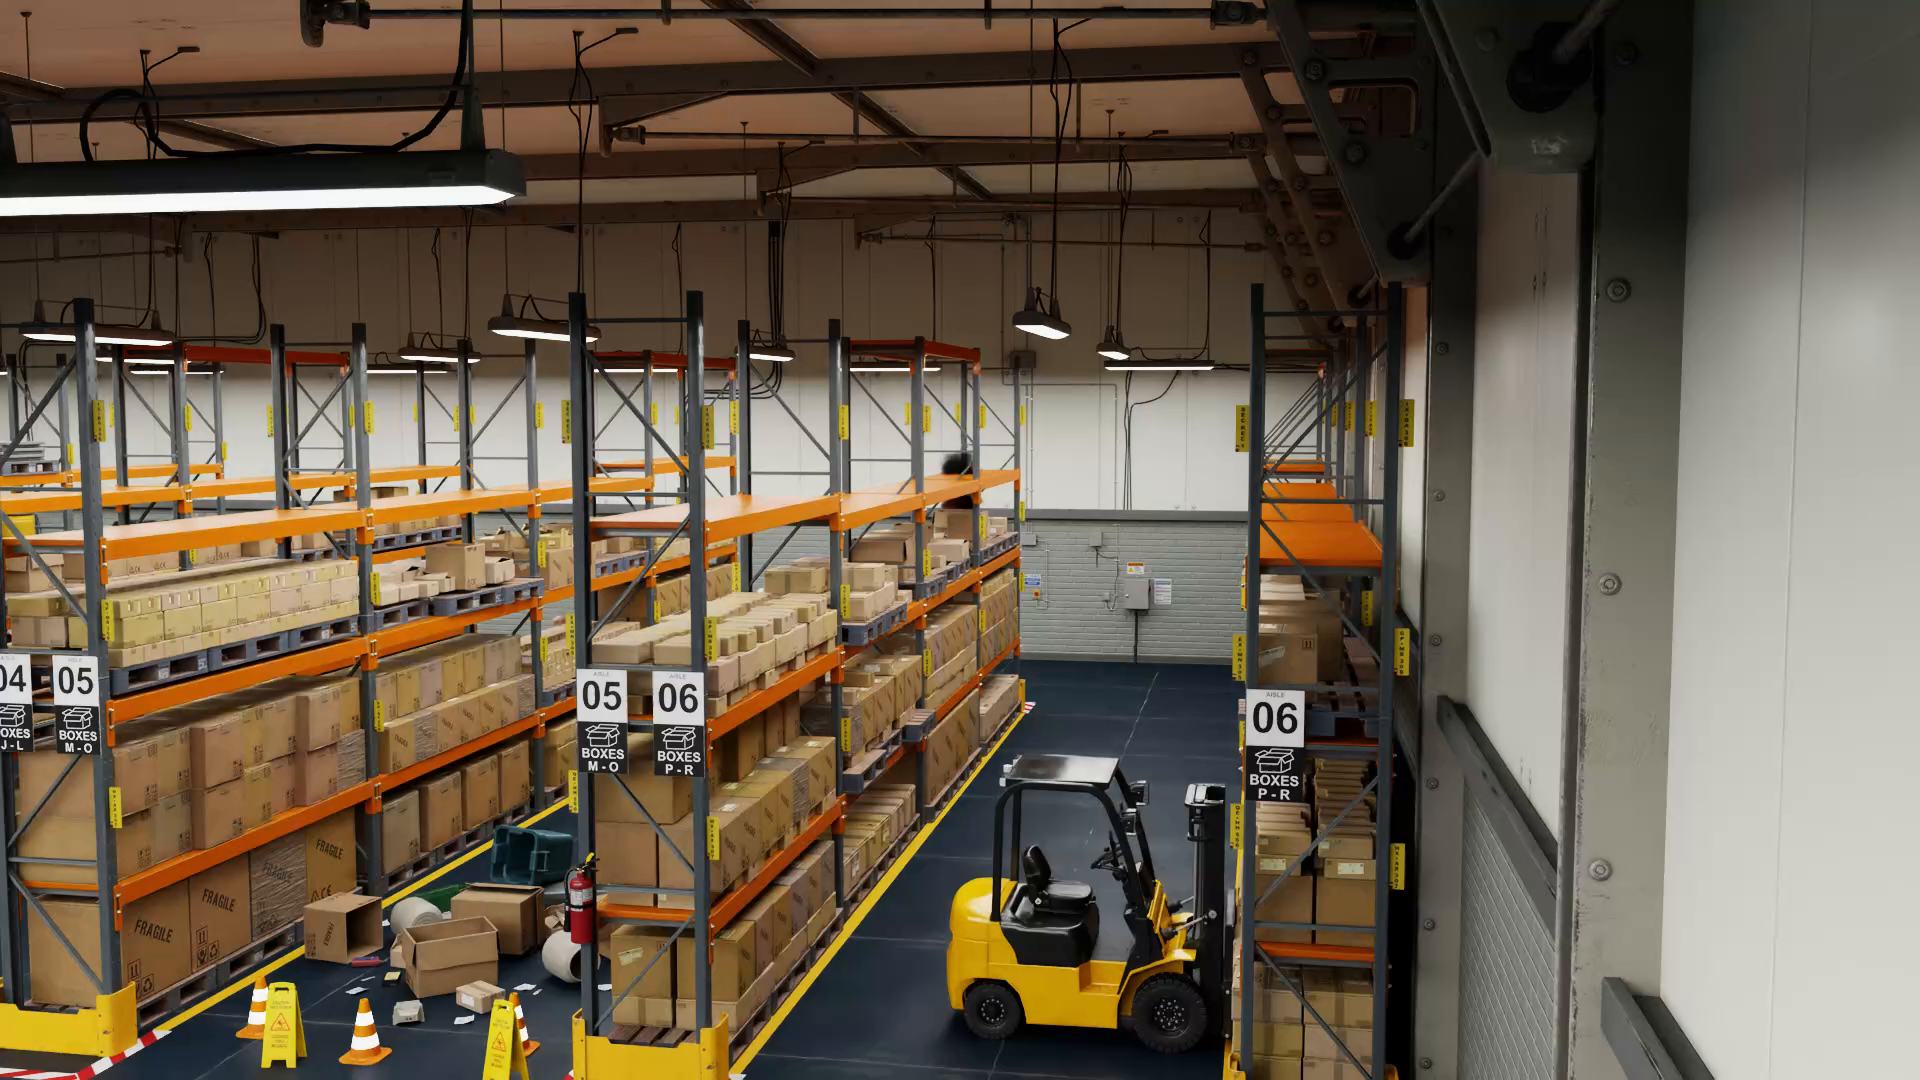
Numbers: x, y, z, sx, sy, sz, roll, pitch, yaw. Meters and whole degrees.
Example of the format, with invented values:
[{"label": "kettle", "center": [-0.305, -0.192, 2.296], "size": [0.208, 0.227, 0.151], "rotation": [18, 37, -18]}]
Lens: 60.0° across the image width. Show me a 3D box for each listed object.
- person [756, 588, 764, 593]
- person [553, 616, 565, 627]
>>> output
[{"label": "person", "center": [-3.605, 1.794, 30.738], "size": [0.884, 1.819, 0.613], "rotation": [-1, 5, -14]}, {"label": "person", "center": [-6.473, 2.110, 27.296], "size": [0.719, 1.776, 0.730], "rotation": [2, 5, 20]}]
